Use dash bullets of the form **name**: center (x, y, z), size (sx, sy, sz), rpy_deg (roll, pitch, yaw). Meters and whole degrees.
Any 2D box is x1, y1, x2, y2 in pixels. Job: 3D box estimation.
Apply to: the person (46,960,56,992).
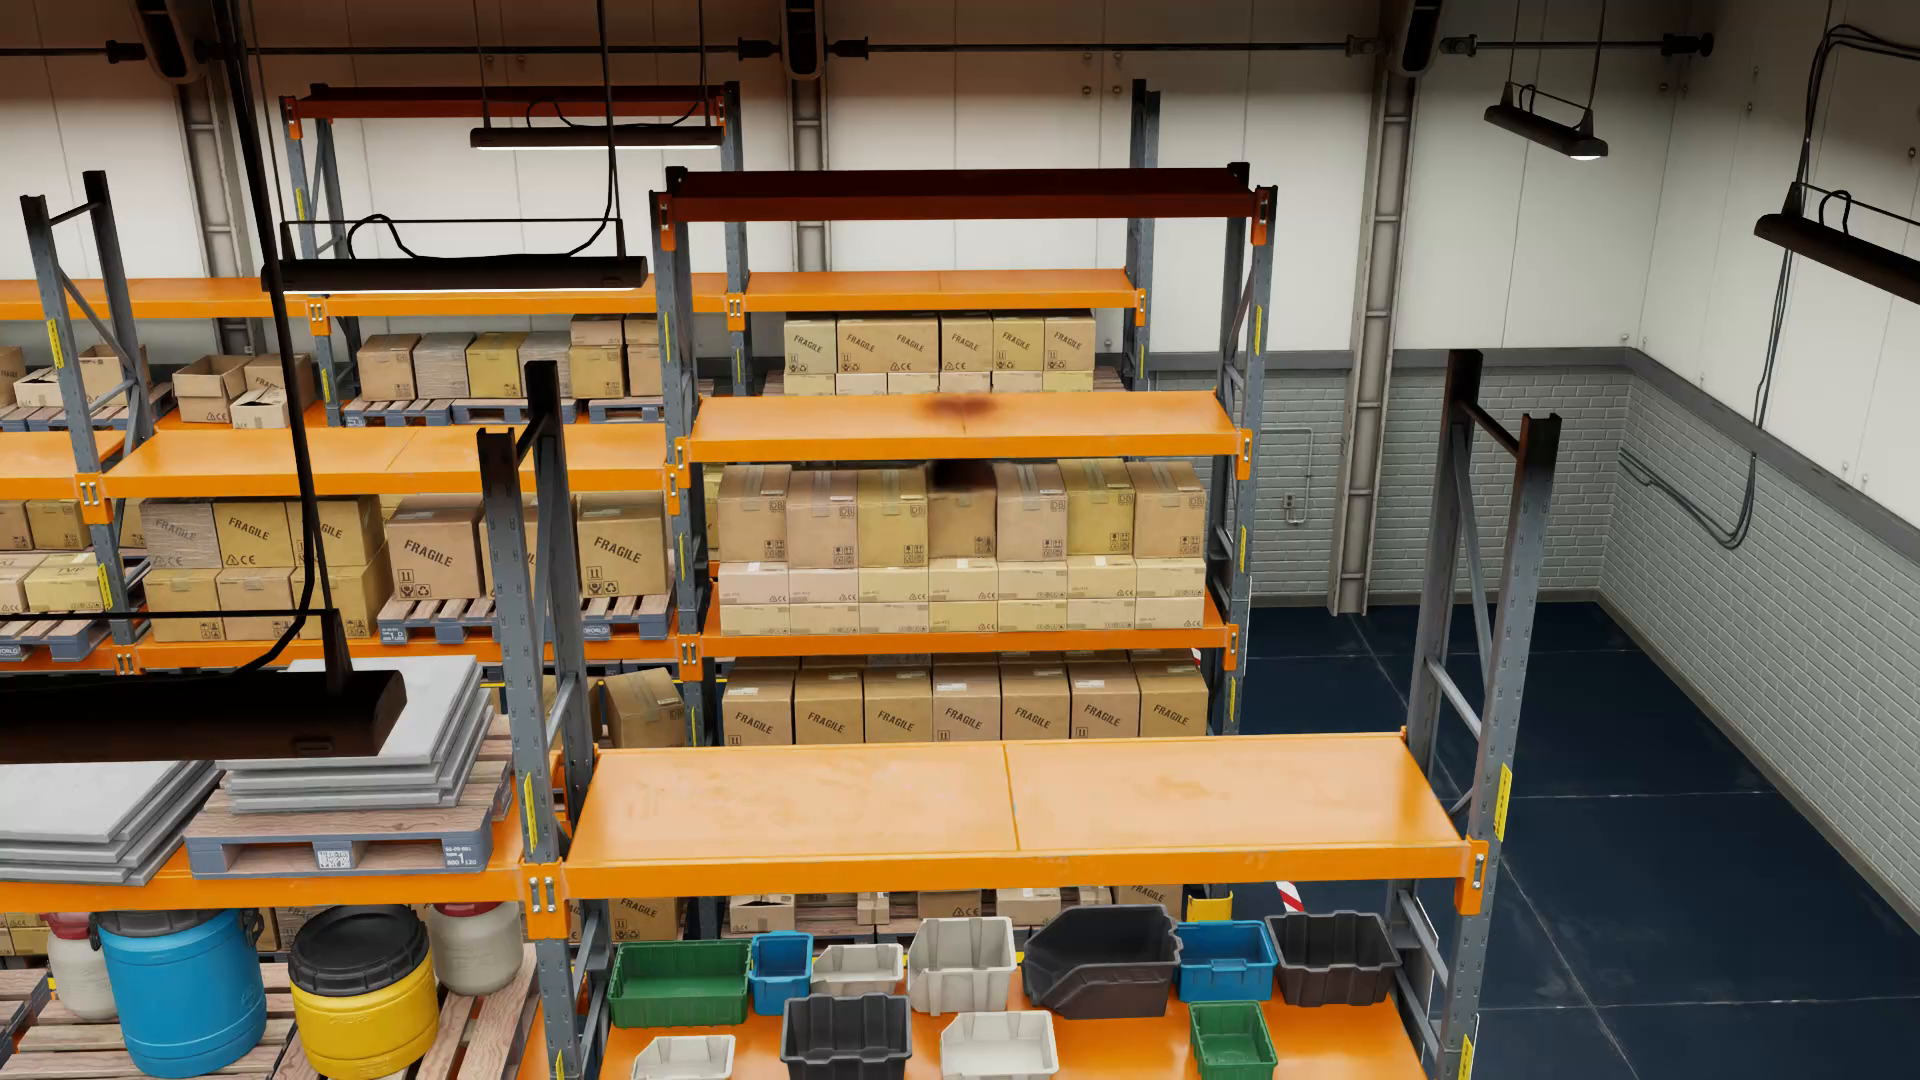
- **person**: center (-5.553, 3.329, 10.712), size (0.537, 1.680, 0.394), rpy_deg (-3, 22, -8)
